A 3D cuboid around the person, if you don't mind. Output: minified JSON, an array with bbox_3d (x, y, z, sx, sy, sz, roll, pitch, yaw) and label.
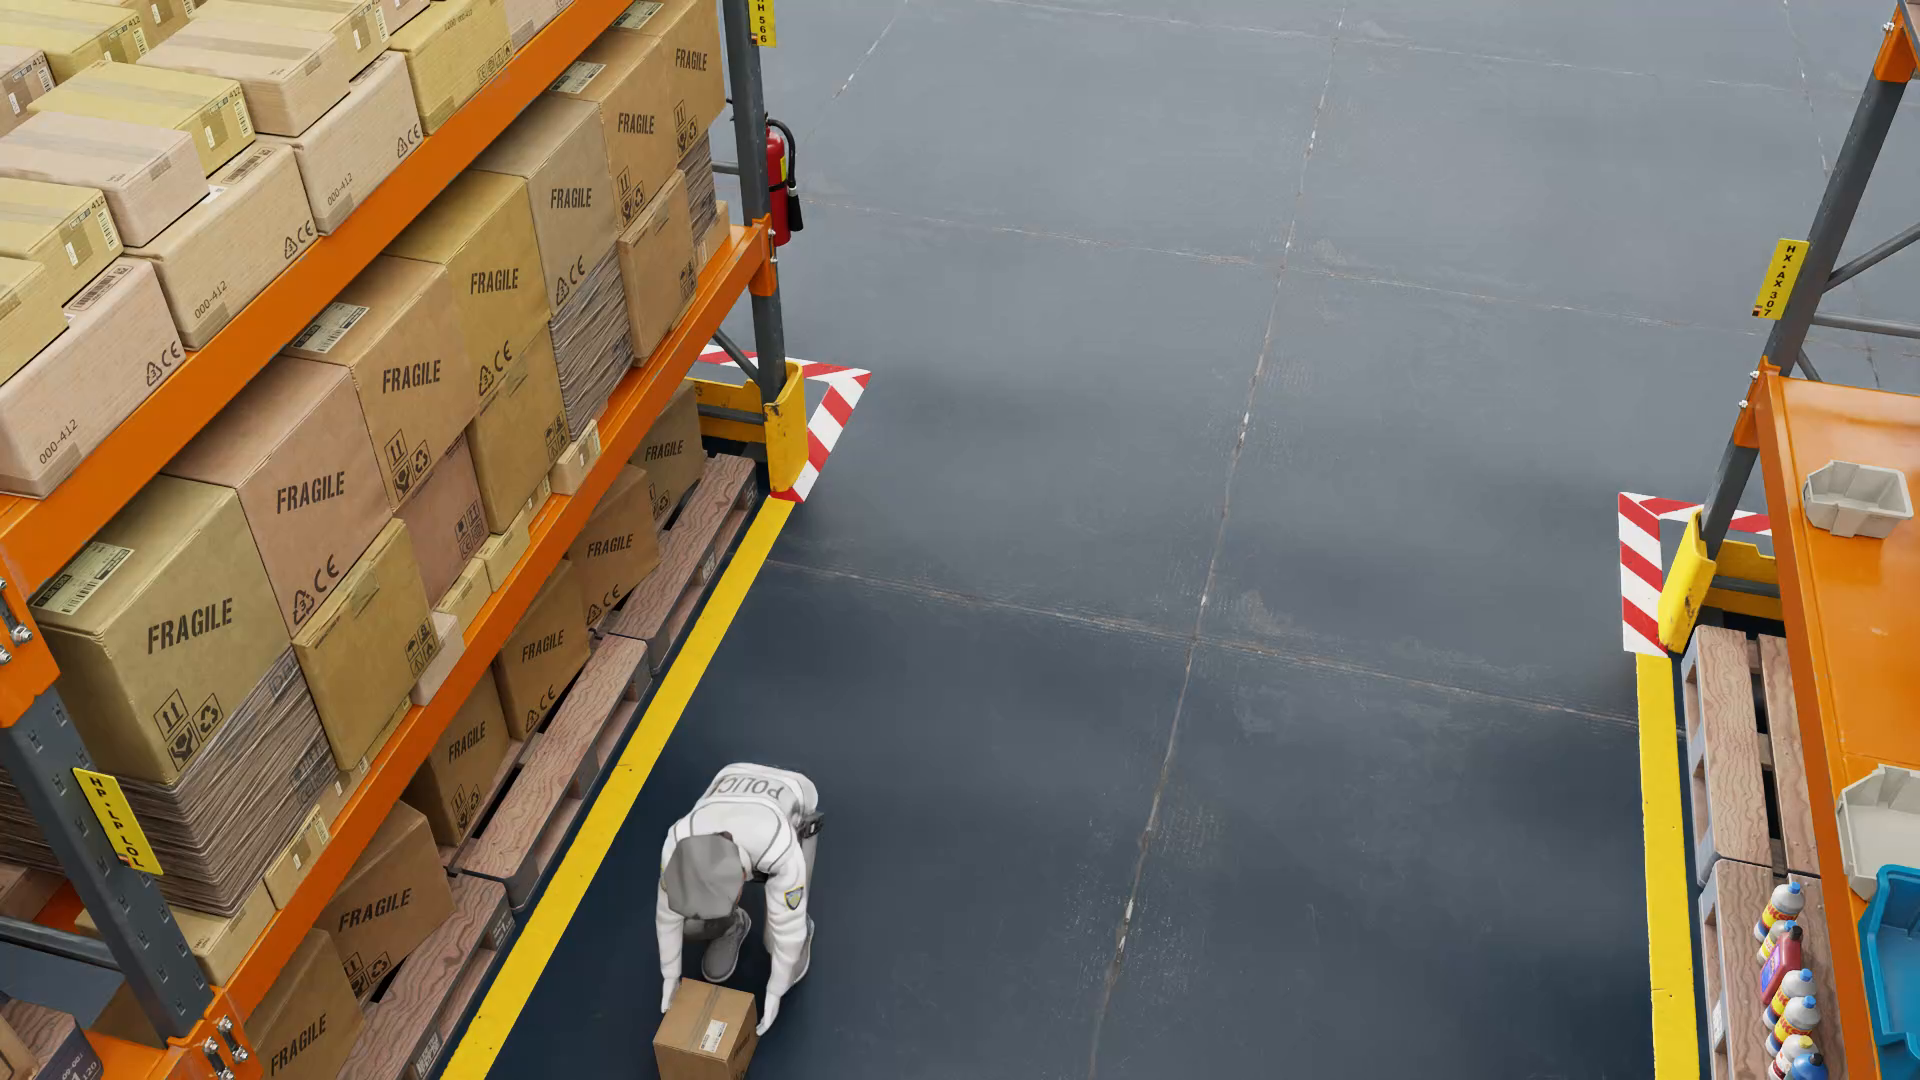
[{"bbox_3d":[-0.687,1.115,5.374,0.497,1.028,0.837,10,42,11],"label":"person"}]
